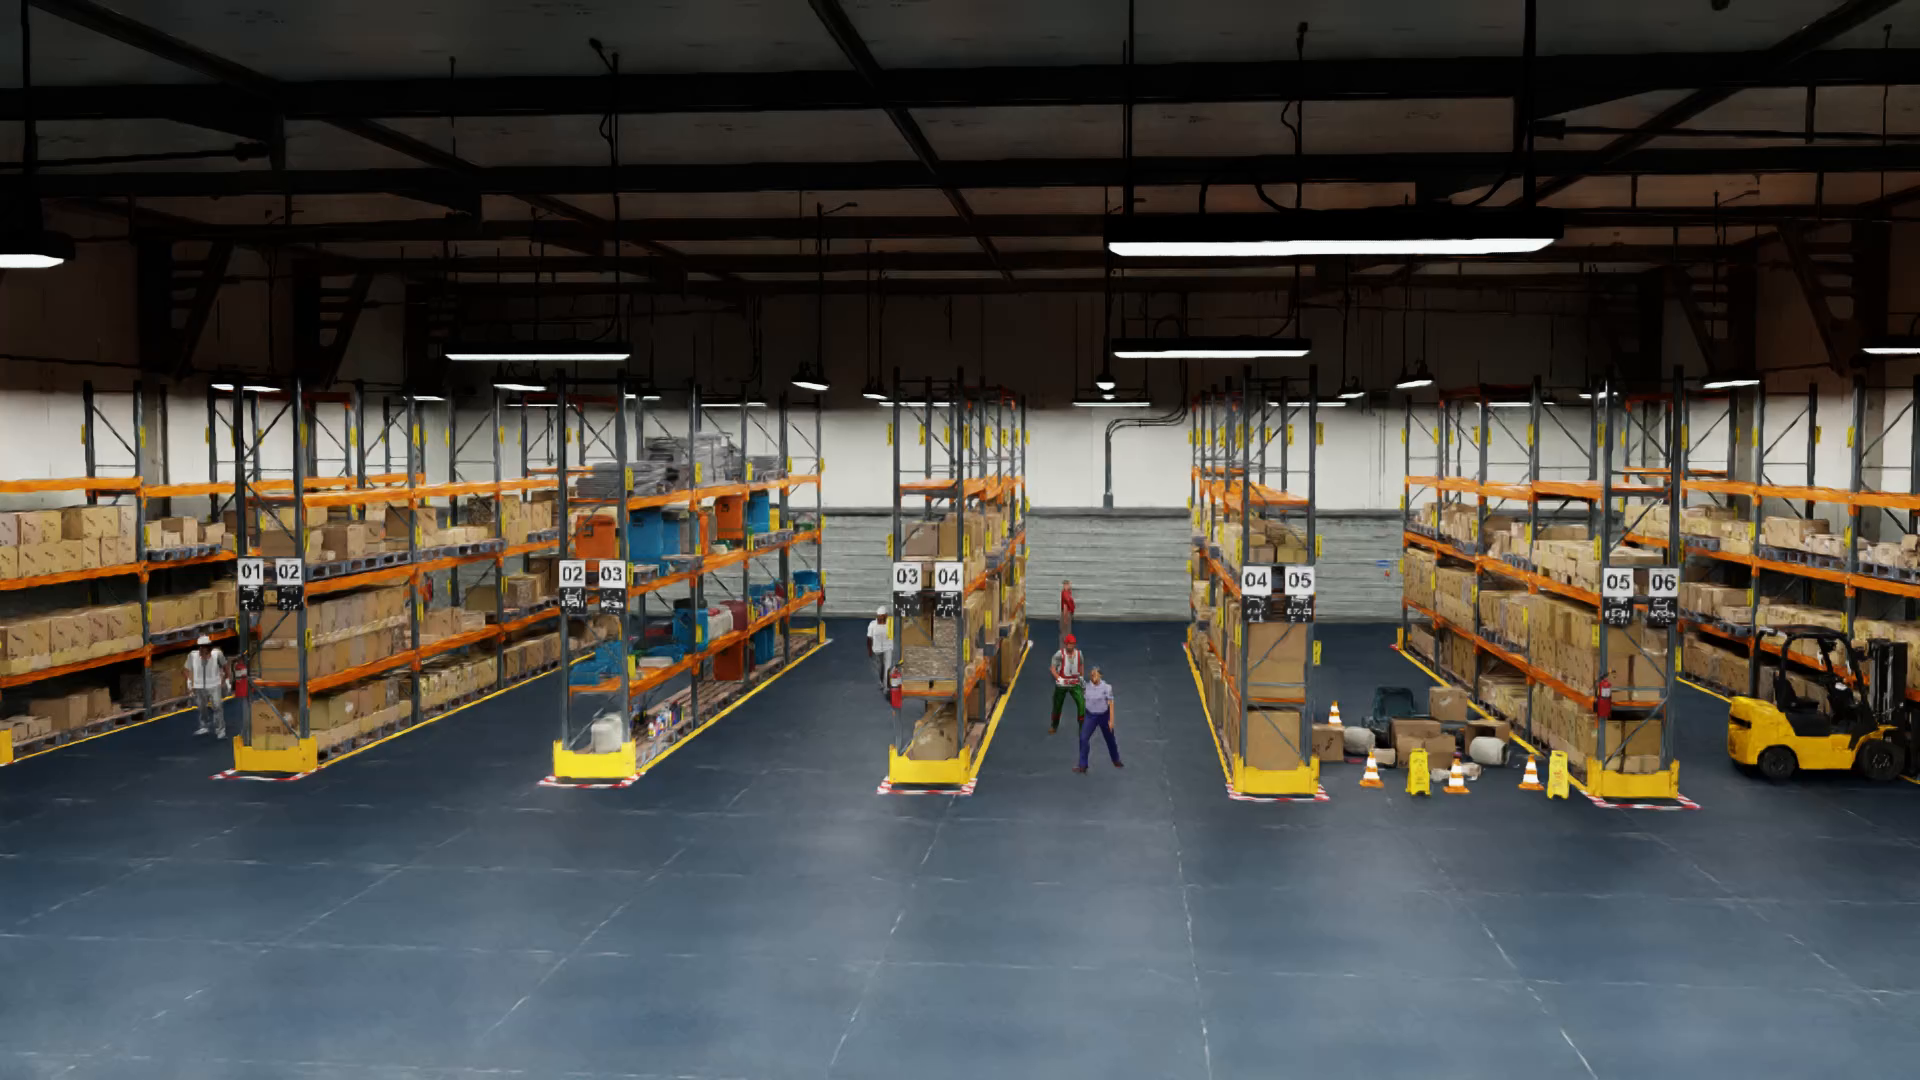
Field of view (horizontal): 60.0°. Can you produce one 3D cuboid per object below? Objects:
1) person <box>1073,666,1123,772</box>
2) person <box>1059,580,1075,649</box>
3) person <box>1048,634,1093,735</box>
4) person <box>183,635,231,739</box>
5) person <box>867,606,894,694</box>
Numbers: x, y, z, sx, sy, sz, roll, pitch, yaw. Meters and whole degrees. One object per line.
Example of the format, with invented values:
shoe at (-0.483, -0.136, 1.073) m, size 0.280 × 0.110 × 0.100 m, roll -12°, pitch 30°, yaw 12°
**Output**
person at (2.089, 2.662, 24.915) m, size 0.527 × 1.587 × 0.943 m, roll 2°, pitch 4°, yaw 28°
person at (2.451, 1.771, 37.876) m, size 0.418 × 1.735 × 0.625 m, roll 0°, pitch 4°, yaw 4°
person at (1.816, 2.406, 27.798) m, size 0.686 × 1.716 × 0.838 m, roll -1°, pitch 4°, yaw -11°
person at (-12.487, 2.423, 27.601) m, size 0.692 × 1.722 × 0.846 m, roll -1°, pitch 4°, yaw -11°
person at (-1.531, 2.127, 32.506) m, size 0.577 × 1.691 × 1.121 m, roll 0°, pitch 4°, yaw 7°
